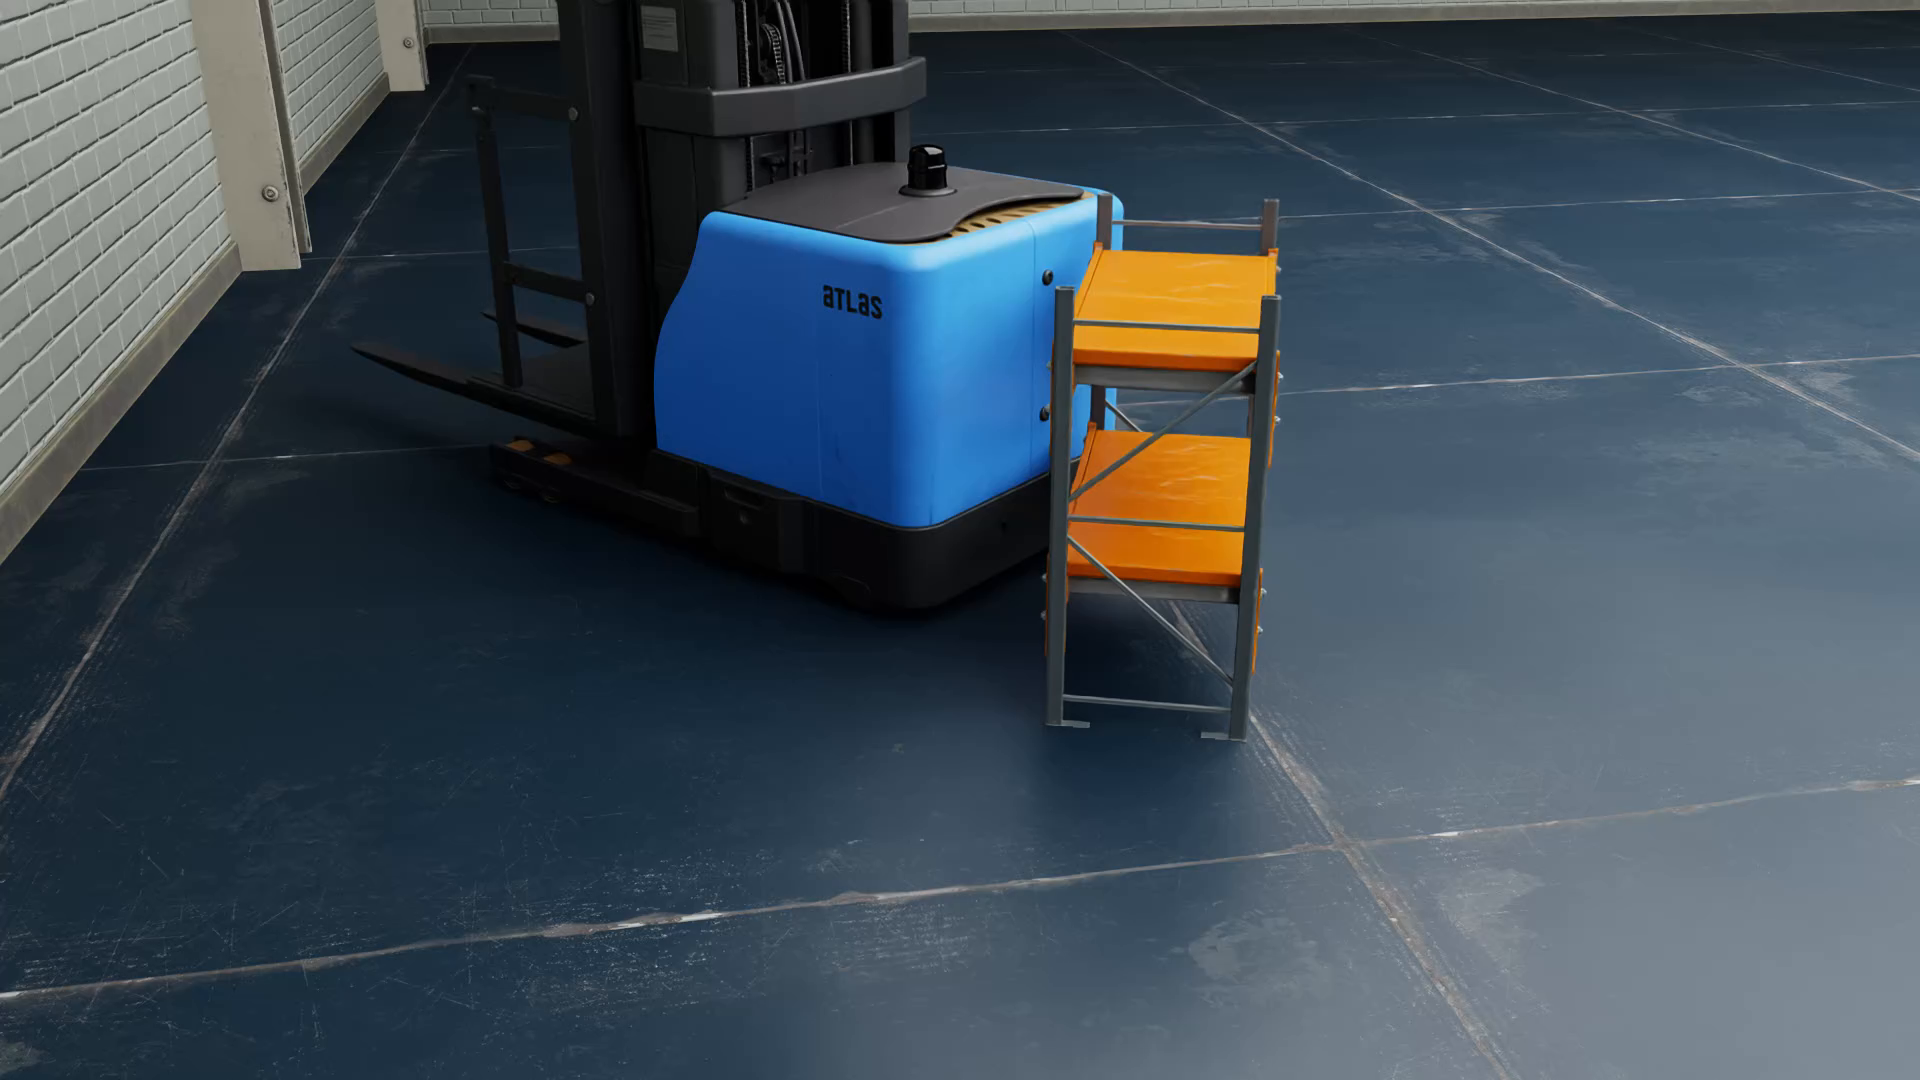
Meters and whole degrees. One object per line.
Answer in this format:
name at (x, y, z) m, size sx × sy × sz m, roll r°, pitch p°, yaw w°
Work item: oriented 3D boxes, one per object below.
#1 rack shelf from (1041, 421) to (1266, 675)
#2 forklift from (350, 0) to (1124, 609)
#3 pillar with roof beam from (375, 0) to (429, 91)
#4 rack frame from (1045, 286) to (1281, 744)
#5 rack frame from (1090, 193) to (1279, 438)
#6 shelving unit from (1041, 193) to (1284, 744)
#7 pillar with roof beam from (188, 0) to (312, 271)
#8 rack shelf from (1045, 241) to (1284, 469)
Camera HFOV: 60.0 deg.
rack shelf at (0.547, -0.013, 4.485) m, size 0.538 × 0.278 × 1.000 m, roll 4°, pitch 24°, yaw 9°
forklift at (-0.963, -1.612, 5.278) m, size 3.031 × 2.935 × 1.130 m, roll 18°, pitch 29°, yaw 35°
pillar with roof beam at (-0.398, -8.237, 12.867) m, size 9.100 × 9.000 × 0.400 m, roll -4°, pitch 24°, yaw -10°
rack frame at (0.462, -0.036, 3.928) m, size 0.500 × 1.125 × 0.032 m, roll 4°, pitch 24°, yaw 9°
rack frame at (0.633, -0.437, 4.846) m, size 0.500 × 1.125 × 0.032 m, roll 4°, pitch 24°, yaw 9°
shelving unit at (0.547, -0.237, 4.387) m, size 0.538 × 1.125 × 1.048 m, roll 4°, pitch 24°, yaw 9°
pillar with roof beam at (0.712, -5.877, 7.464) m, size 9.100 × 9.000 × 0.400 m, roll -4°, pitch 24°, yaw -10°
rack shelf at (0.547, -0.505, 4.270) m, size 0.538 × 0.278 × 1.000 m, roll 4°, pitch 24°, yaw 9°
